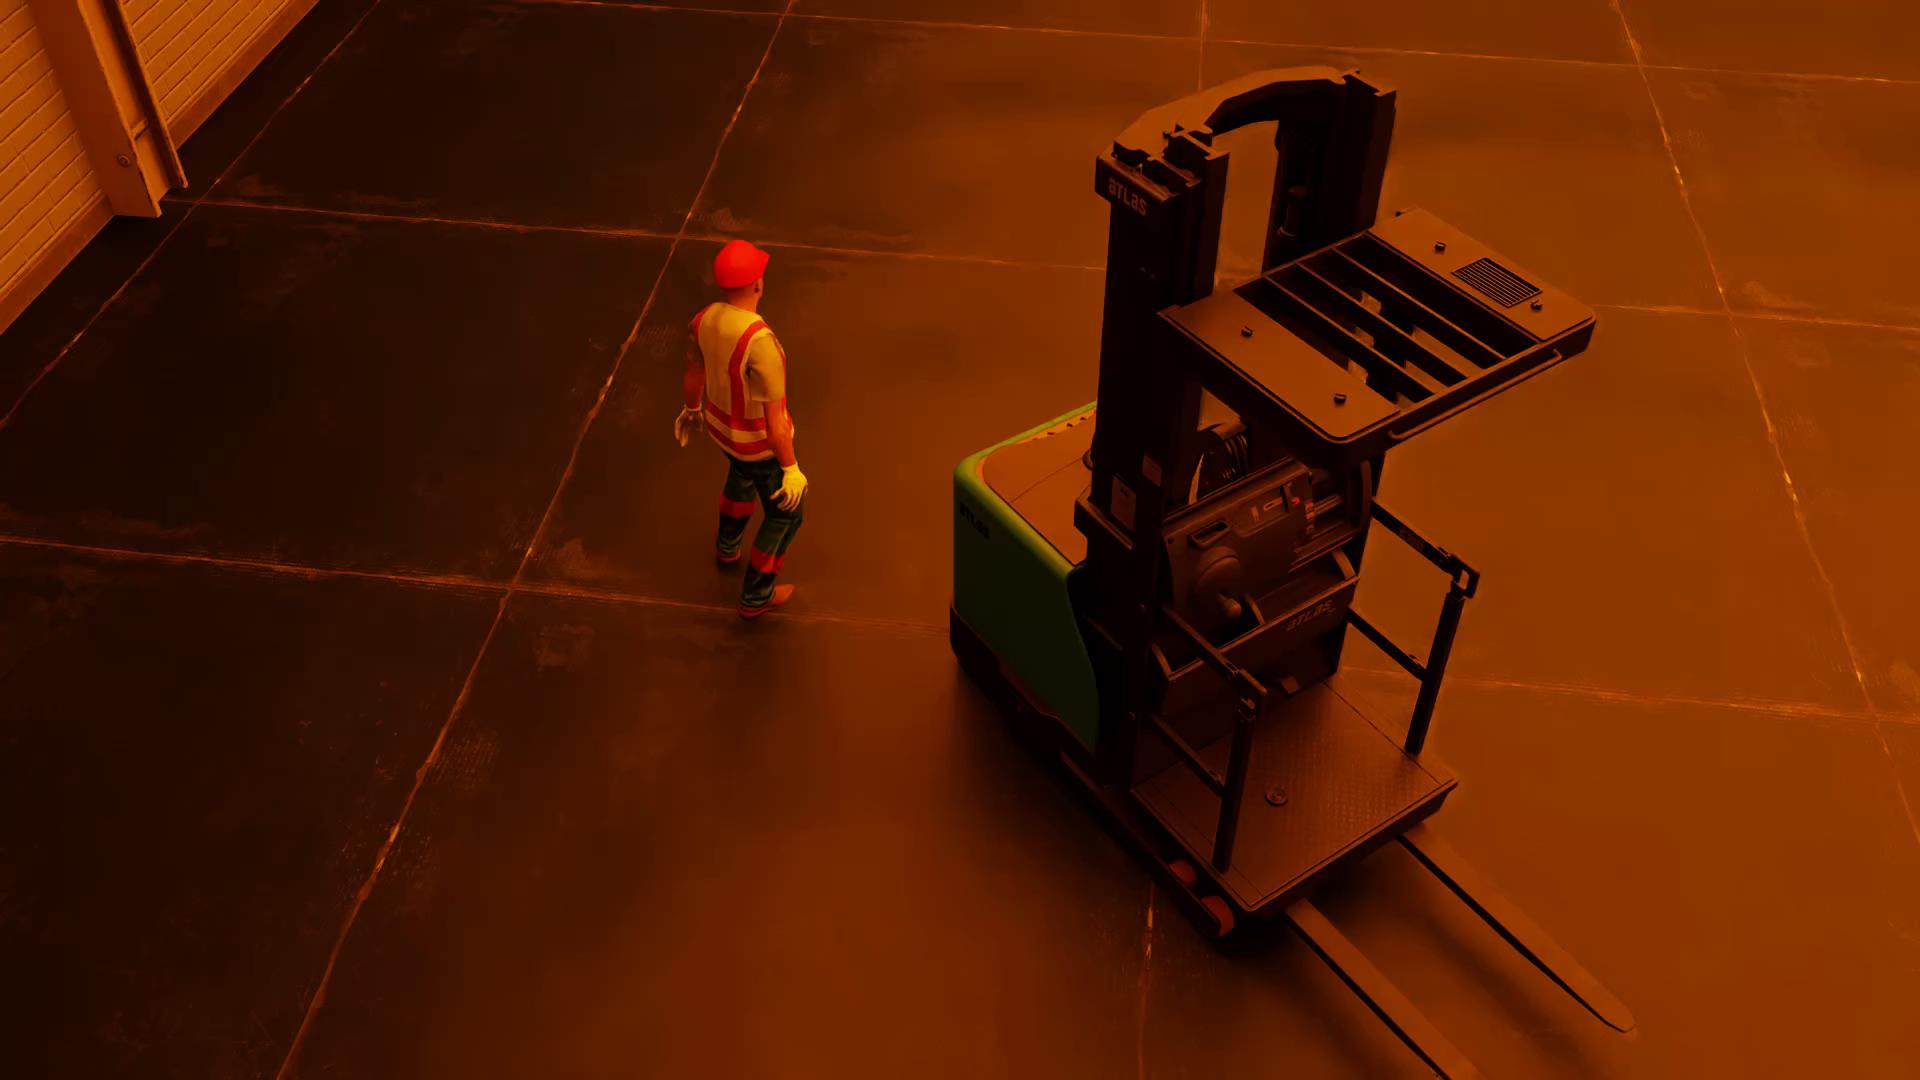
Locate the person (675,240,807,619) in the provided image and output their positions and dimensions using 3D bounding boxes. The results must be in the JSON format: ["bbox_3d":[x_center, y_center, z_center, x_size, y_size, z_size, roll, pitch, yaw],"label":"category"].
[{"bbox_3d":[-0.895,-0.450,7.123,0.464,1.750,0.887,-29,50,-28],"label":"person"}]

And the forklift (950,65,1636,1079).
[{"bbox_3d":[1.205,0.041,5.680,1.130,2.935,3.031,-25,48,-25],"label":"forklift"}]
